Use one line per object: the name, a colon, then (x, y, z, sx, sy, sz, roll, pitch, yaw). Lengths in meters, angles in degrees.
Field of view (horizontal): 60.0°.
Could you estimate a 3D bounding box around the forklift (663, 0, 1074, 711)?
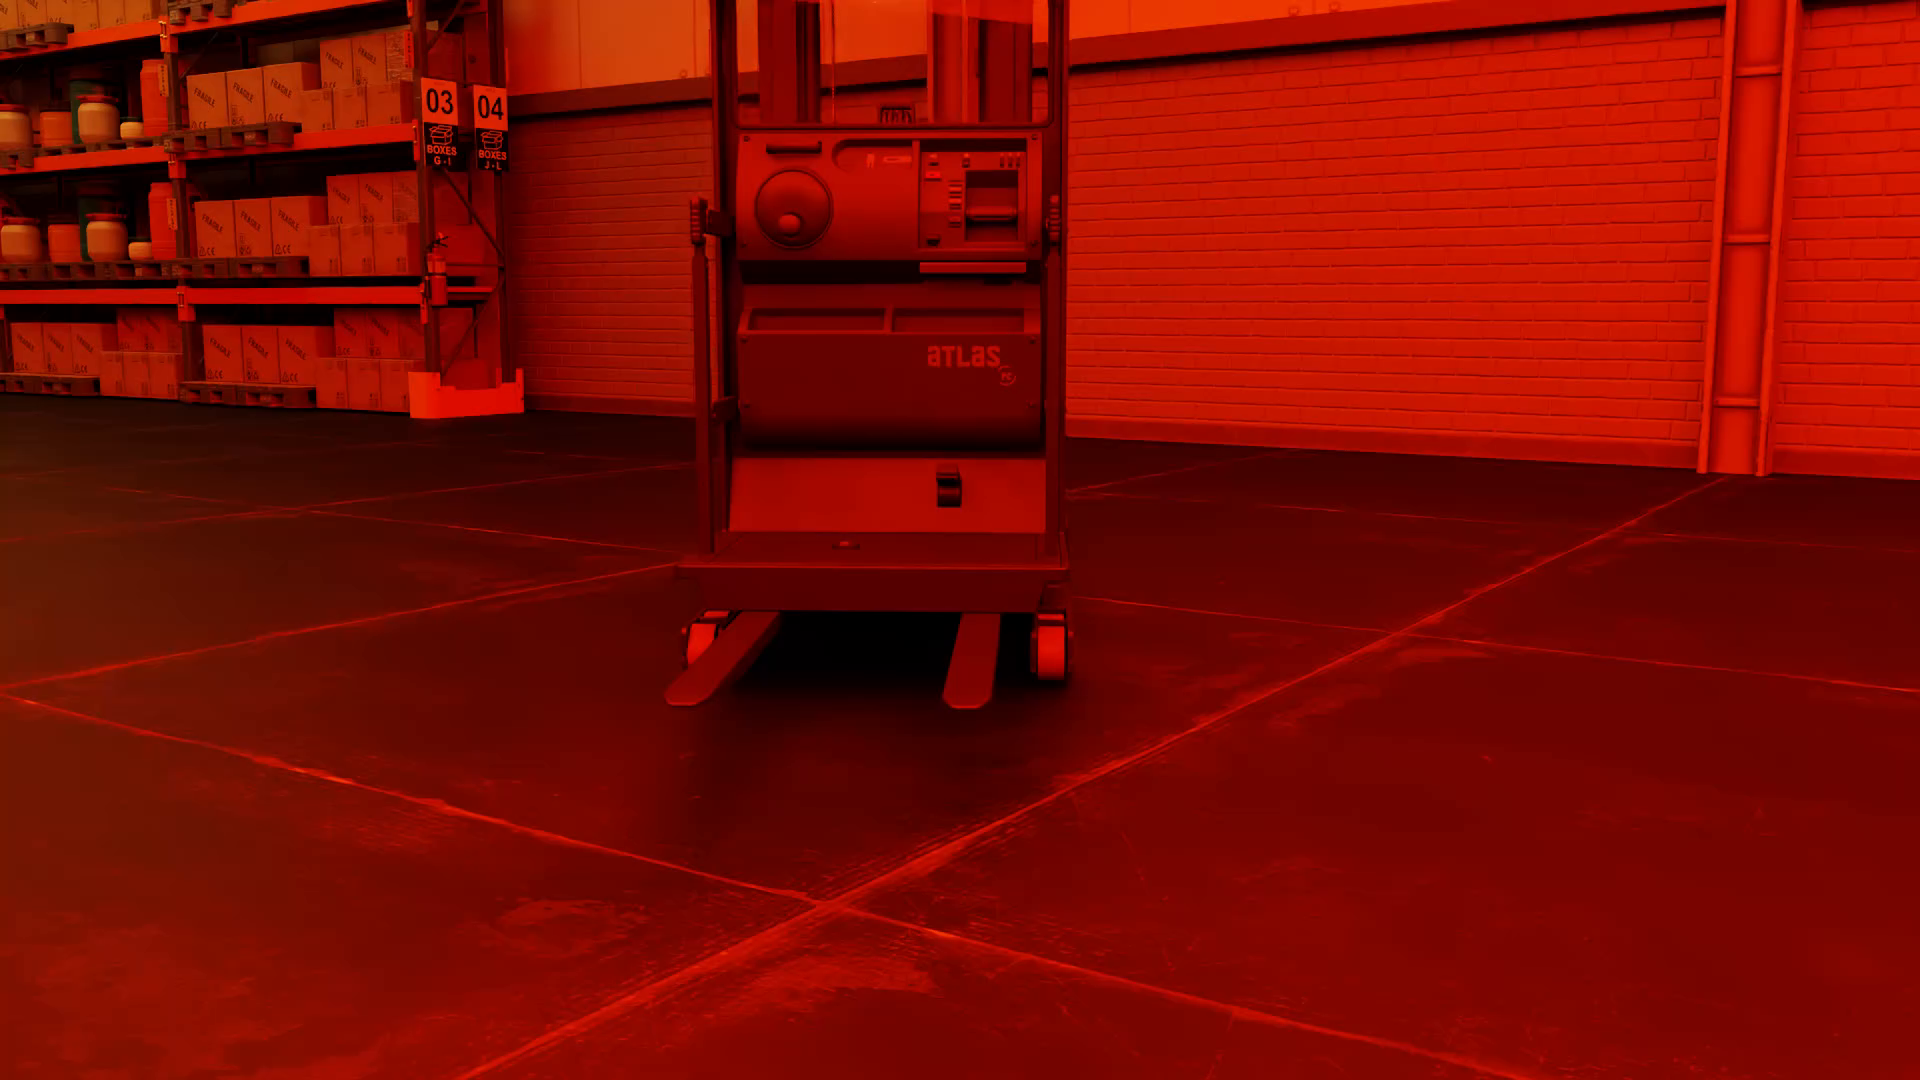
forklift: (-0.223, -1.090, 4.858, 1.130, 2.935, 3.031, 0, 8, 3)
